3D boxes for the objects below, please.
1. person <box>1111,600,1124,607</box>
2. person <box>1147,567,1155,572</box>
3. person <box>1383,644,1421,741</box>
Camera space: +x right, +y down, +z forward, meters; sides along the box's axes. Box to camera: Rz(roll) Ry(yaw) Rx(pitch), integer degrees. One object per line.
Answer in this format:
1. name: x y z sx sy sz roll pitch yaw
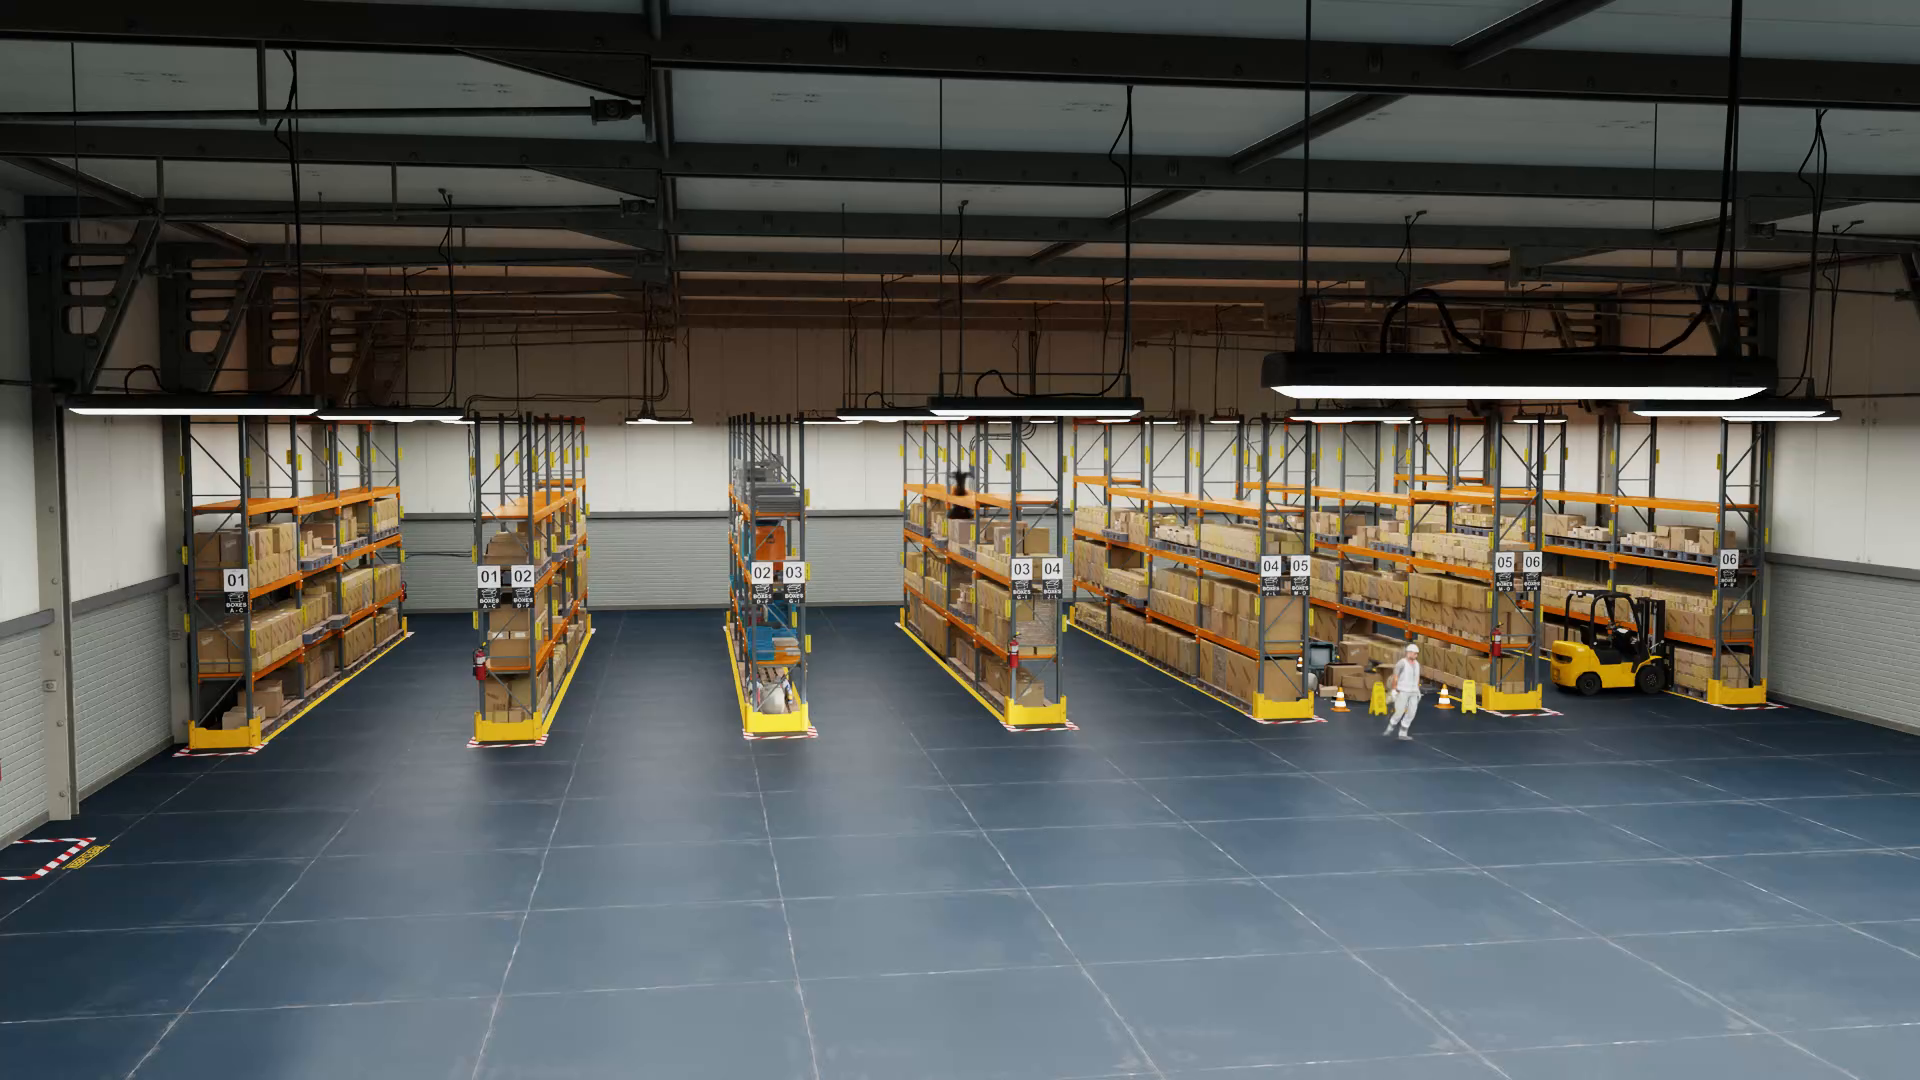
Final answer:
1. person: 4.803 1.365 51.348 0.602 1.707 0.896 4 5 43
2. person: 5.555 1.610 47.868 0.707 1.729 0.641 -2 4 -29
3. person: 8.077 2.774 30.319 0.686 1.761 0.506 -2 4 -25
